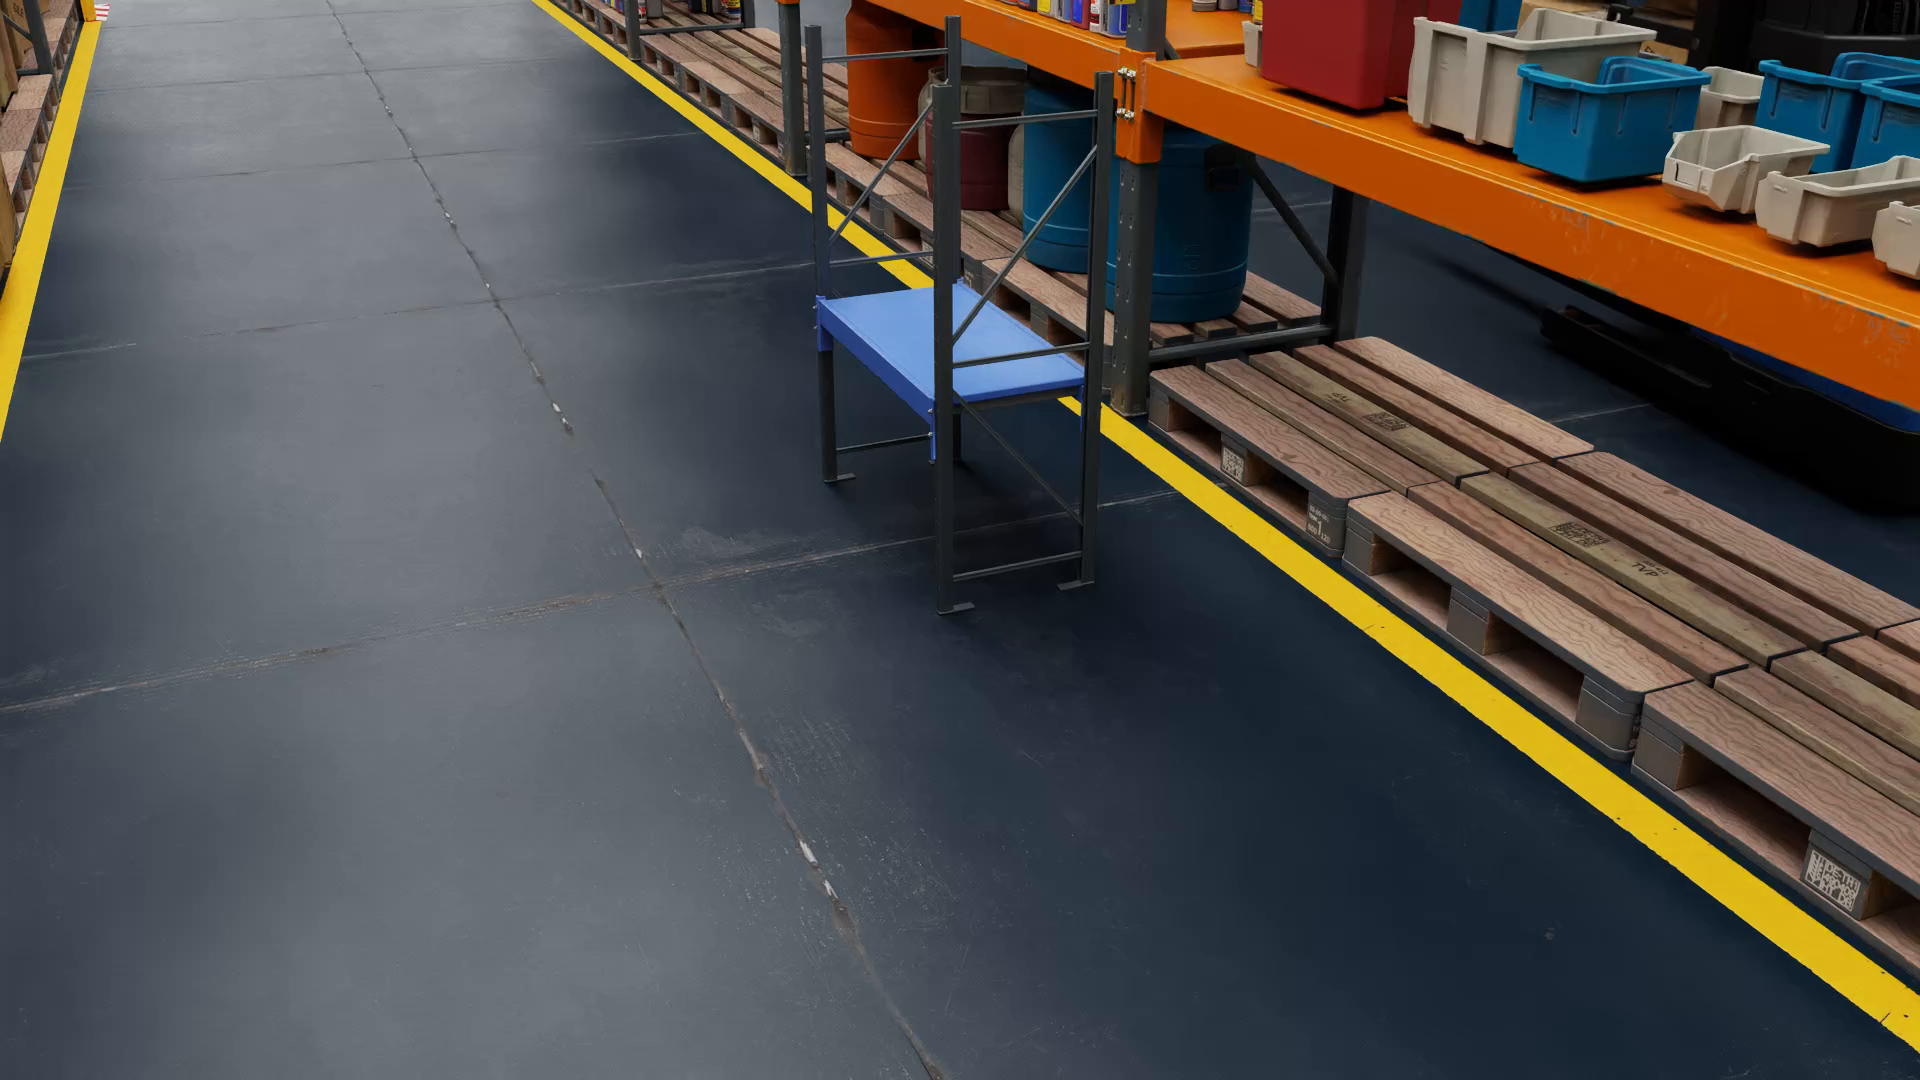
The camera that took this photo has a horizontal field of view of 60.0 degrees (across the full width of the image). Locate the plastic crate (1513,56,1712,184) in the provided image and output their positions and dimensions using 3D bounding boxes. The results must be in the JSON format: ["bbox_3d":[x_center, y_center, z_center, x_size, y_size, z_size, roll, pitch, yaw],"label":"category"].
[{"bbox_3d":[1.574,-1.025,4.054,0.416,0.233,0.300,-11,28,-21],"label":"plastic crate"}]

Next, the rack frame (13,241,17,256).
[{"bbox_3d":[-5.076,-2.667,7.294,1.000,3.000,0.127,-11,28,-21],"label":"rack frame"}]

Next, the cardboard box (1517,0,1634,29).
[{"bbox_3d":[3.956,-3.209,10.752,0.500,0.500,0.500,-9,28,-18],"label":"cardboard box"}]

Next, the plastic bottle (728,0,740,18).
[{"bbox_3d":[-1.807,-4.309,13.264,0.097,0.271,0.097,0,26,0],"label":"plastic bottle"}]

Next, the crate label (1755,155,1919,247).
[{"bbox_3d":[1.896,-0.723,3.544,0.396,0.136,0.243,-11,28,-21],"label":"crate label"}]

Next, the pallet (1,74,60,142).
[{"bbox_3d":[-6.337,-2.715,10.570,1.003,0.211,1.213,-11,28,-21],"label":"pallet"}]

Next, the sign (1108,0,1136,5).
[{"bbox_3d":[0.541,-1.934,5.477,0.100,0.325,0.005,-11,28,-21],"label":"sign"}]

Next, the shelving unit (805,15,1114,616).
[{"bbox_3d":[-0.033,-0.708,4.991,0.538,1.500,1.048,-11,28,-21],"label":"shelving unit"}]

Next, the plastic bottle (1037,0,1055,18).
[{"bbox_3d":[0.386,-2.196,6.386,0.144,0.351,0.185,-11,28,-21],"label":"plastic bottle"}]

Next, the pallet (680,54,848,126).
[{"bbox_3d":[-1.261,-3.076,11.310,1.003,0.211,1.213,-11,28,-21],"label":"pallet"}]

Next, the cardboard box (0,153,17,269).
[{"bbox_3d":[-4.825,-1.619,7.090,1.225,0.875,0.875,-12,28,-23],"label":"cardboard box"}]

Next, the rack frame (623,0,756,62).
[{"bbox_3d":[-2.085,-5.133,12.345,1.000,3.000,0.127,-11,28,-21],"label":"rack frame"}]

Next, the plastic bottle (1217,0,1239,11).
[{"bbox_3d":[1.073,-2.248,6.576,0.152,0.276,0.135,-11,28,-21],"label":"plastic bottle"}]

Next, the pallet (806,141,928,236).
[{"bbox_3d":[-0.172,-1.954,9.012,1.003,0.211,1.213,-11,28,-21],"label":"pallet"}]

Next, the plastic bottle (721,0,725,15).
[{"bbox_3d":[-1.887,-4.359,13.448,0.097,0.201,0.097,0,26,0],"label":"plastic bottle"}]

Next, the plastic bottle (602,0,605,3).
[{"bbox_3d":[-2.976,-4.674,14.012,0.097,0.271,0.097,0,26,0],"label":"plastic bottle"}]

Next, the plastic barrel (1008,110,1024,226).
[{"bbox_3d":[0.434,-1.726,7.723,0.421,0.512,0.421,0,26,0],"label":"plastic barrel"}]

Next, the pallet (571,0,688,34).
[{"bbox_3d":[-2.792,-4.652,14.537,1.003,0.211,1.213,-11,28,-21],"label":"pallet"}]

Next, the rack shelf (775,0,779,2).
[{"bbox_3d":[-1.302,-4.002,10.849,1.077,0.370,4.000,-11,28,-21],"label":"rack shelf"}]

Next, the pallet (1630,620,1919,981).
[{"bbox_3d":[2.327,0.625,3.730,1.003,0.211,1.213,-11,28,-21],"label":"pallet"}]

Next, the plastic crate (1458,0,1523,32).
[{"bbox_3d":[1.544,-1.793,5.454,0.392,0.384,0.575,-11,28,-21],"label":"plastic crate"}]

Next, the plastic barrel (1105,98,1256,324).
[{"bbox_3d":[0.850,-1.372,6.554,0.600,0.901,0.708,-11,28,-21],"label":"plastic barrel"}]

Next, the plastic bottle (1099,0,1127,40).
[{"bbox_3d":[0.596,-1.951,5.969,0.152,0.276,0.135,-11,28,-21],"label":"plastic bottle"}]

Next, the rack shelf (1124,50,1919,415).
[{"bbox_3d":[1.831,-0.773,4.234,1.077,0.370,4.000,-11,28,-21],"label":"rack shelf"}]

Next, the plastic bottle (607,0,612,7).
[{"bbox_3d":[-2.864,-4.592,13.838,0.152,0.276,0.135,-10,28,-20],"label":"plastic bottle"}]

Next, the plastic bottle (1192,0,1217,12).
[{"bbox_3d":[0.966,-2.185,6.533,0.097,0.201,0.097,0,26,0],"label":"plastic bottle"}]

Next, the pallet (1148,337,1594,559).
[{"bbox_3d":[1.371,-0.360,5.747,1.003,0.211,1.213,-11,28,-21],"label":"pallet"}]

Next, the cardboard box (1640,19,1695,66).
[{"bbox_3d":[4.358,-2.796,9.905,0.500,0.500,0.500,-11,28,-21],"label":"cardboard box"}]

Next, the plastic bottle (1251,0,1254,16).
[{"bbox_3d":[1.182,-2.133,6.426,0.097,0.201,0.097,0,26,0],"label":"plastic bottle"}]

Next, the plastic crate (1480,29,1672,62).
[{"bbox_3d":[1.733,-1.401,4.946,0.437,0.125,0.590,-11,28,-21],"label":"plastic crate"}]

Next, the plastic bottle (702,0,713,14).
[{"bbox_3d":[-2.056,-4.421,13.481,0.061,0.283,0.133,-11,28,-21],"label":"plastic bottle"}]

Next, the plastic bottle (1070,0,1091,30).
[{"bbox_3d":[0.463,-2.040,6.143,0.061,0.283,0.133,-11,28,-21],"label":"plastic bottle"}]

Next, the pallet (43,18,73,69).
[{"bbox_3d":[-7.420,-3.787,12.767,1.003,0.211,1.213,-11,28,-21],"label":"pallet"}]

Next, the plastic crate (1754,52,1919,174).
[{"bbox_3d":[2.187,-1.049,4.103,0.416,0.233,0.300,-11,28,-21],"label":"plastic crate"}]

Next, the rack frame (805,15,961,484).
[{"bbox_3d":[-0.232,-0.914,5.412,0.500,1.500,0.032,-11,28,-21],"label":"rack frame"}]

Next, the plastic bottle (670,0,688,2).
[{"bbox_3d":[-2.387,-4.716,14.094,0.152,0.276,0.135,-11,28,-21],"label":"plastic bottle"}]

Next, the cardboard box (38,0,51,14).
[{"bbox_3d":[-7.715,-4.472,13.361,0.500,0.500,0.500,-3,26,-7],"label":"cardboard box"}]

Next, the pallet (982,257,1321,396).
[{"bbox_3d":[0.784,-0.969,6.994,1.003,0.211,1.213,-11,28,-21],"label":"pallet"}]

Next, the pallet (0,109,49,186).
[{"bbox_3d":[-5.855,-2.222,9.560,1.003,0.211,1.213,-11,28,-21],"label":"pallet"}]

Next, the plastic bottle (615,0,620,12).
[{"bbox_3d":[-2.780,-4.457,13.554,0.061,0.283,0.133,-9,27,-17],"label":"plastic bottle"}]

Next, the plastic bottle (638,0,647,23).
[{"bbox_3d":[-2.514,-4.166,13.052,0.097,0.201,0.097,0,26,0],"label":"plastic bottle"}]

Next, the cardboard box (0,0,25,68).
[{"bbox_3d":[-6.763,-3.516,11.403,0.500,0.500,0.500,-11,28,-22],"label":"cardboard box"}]

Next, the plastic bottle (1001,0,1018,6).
[{"bbox_3d":[0.255,-2.302,6.688,0.152,0.276,0.135,-11,28,-21],"label":"plastic bottle"}]

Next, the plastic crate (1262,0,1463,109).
[{"bbox_3d":[1.166,-1.556,4.876,0.402,0.464,0.583,-11,28,-21],"label":"plastic crate"}]

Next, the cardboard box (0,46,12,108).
[{"bbox_3d":[-6.253,-2.909,10.137,0.700,0.500,0.500,-11,28,-21],"label":"cardboard box"}]

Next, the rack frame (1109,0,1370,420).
[{"bbox_3d":[1.047,-1.904,5.730,1.000,3.000,0.127,-11,28,-21],"label":"rack frame"}]

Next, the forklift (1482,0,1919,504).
[{"bbox_3d":[3.048,-2.059,6.127,1.130,2.935,3.031,-7,27,-15],"label":"forklift"}]

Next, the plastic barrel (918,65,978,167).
[{"bbox_3d":[-0.008,-2.182,8.657,0.421,0.512,0.421,0,26,0],"label":"plastic barrel"}]
